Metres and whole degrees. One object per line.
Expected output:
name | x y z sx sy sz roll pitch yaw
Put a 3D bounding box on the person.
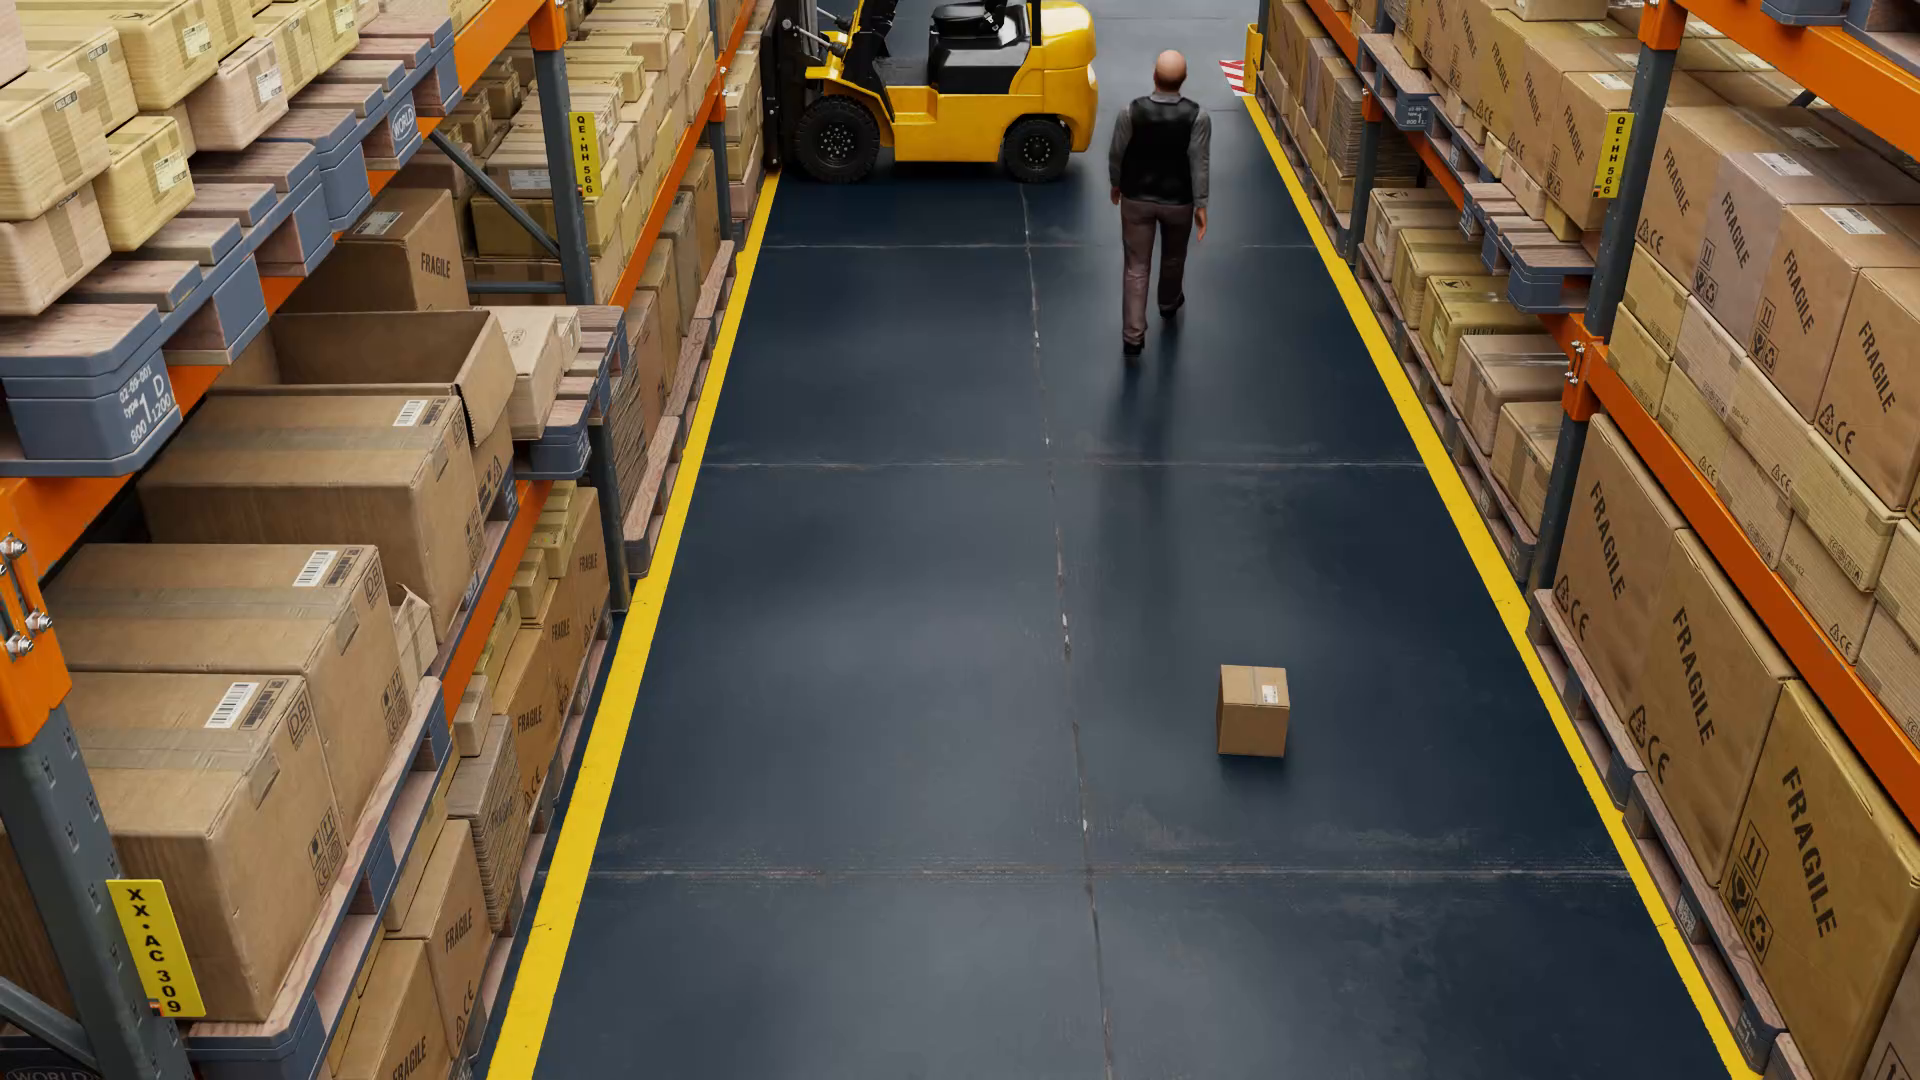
person | 1.111 -1.940 9.358 0.565 1.677 1.001 4 32 6
